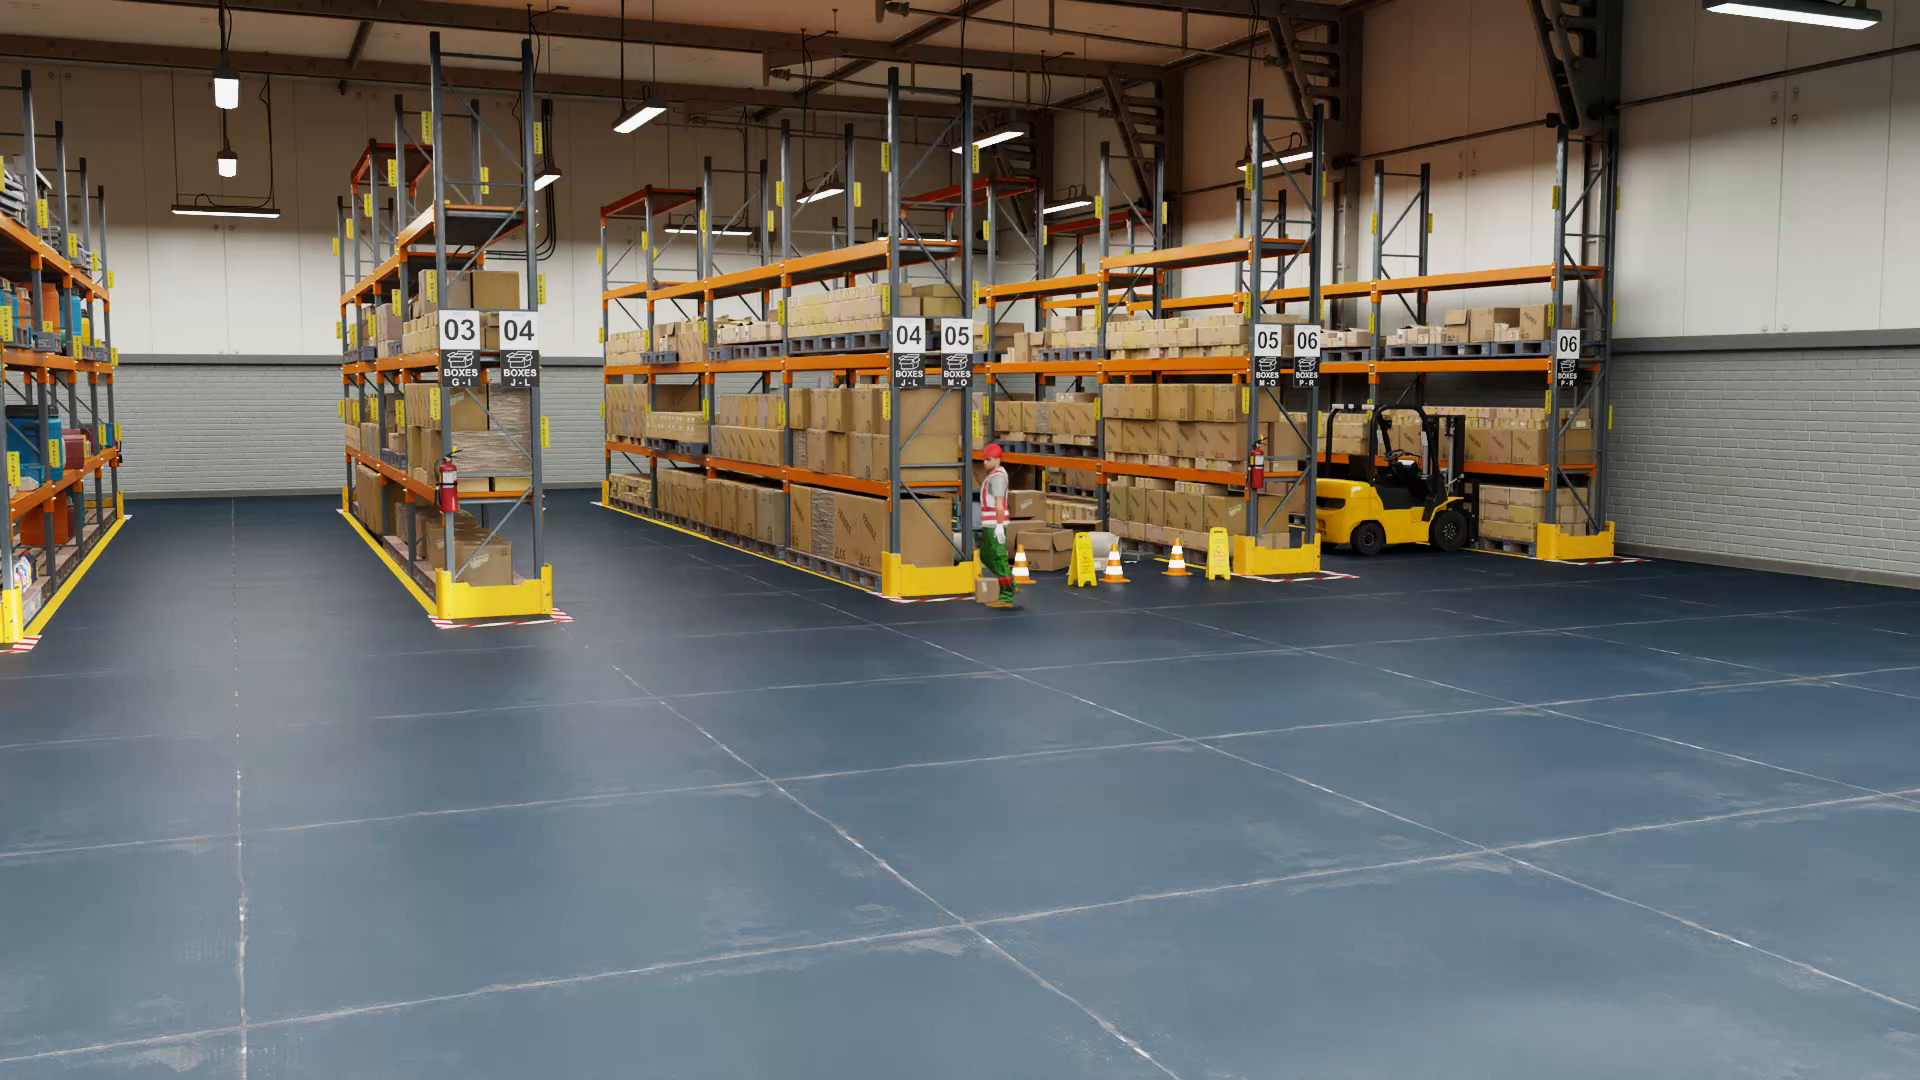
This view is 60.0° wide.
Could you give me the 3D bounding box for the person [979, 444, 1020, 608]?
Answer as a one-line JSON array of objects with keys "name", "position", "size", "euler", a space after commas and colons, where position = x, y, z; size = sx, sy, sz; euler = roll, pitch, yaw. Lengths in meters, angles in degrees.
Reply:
[{"name": "person", "position": [0.430, -0.156, 18.051], "size": [0.454, 1.779, 0.691], "euler": [0, 5, 1]}]
